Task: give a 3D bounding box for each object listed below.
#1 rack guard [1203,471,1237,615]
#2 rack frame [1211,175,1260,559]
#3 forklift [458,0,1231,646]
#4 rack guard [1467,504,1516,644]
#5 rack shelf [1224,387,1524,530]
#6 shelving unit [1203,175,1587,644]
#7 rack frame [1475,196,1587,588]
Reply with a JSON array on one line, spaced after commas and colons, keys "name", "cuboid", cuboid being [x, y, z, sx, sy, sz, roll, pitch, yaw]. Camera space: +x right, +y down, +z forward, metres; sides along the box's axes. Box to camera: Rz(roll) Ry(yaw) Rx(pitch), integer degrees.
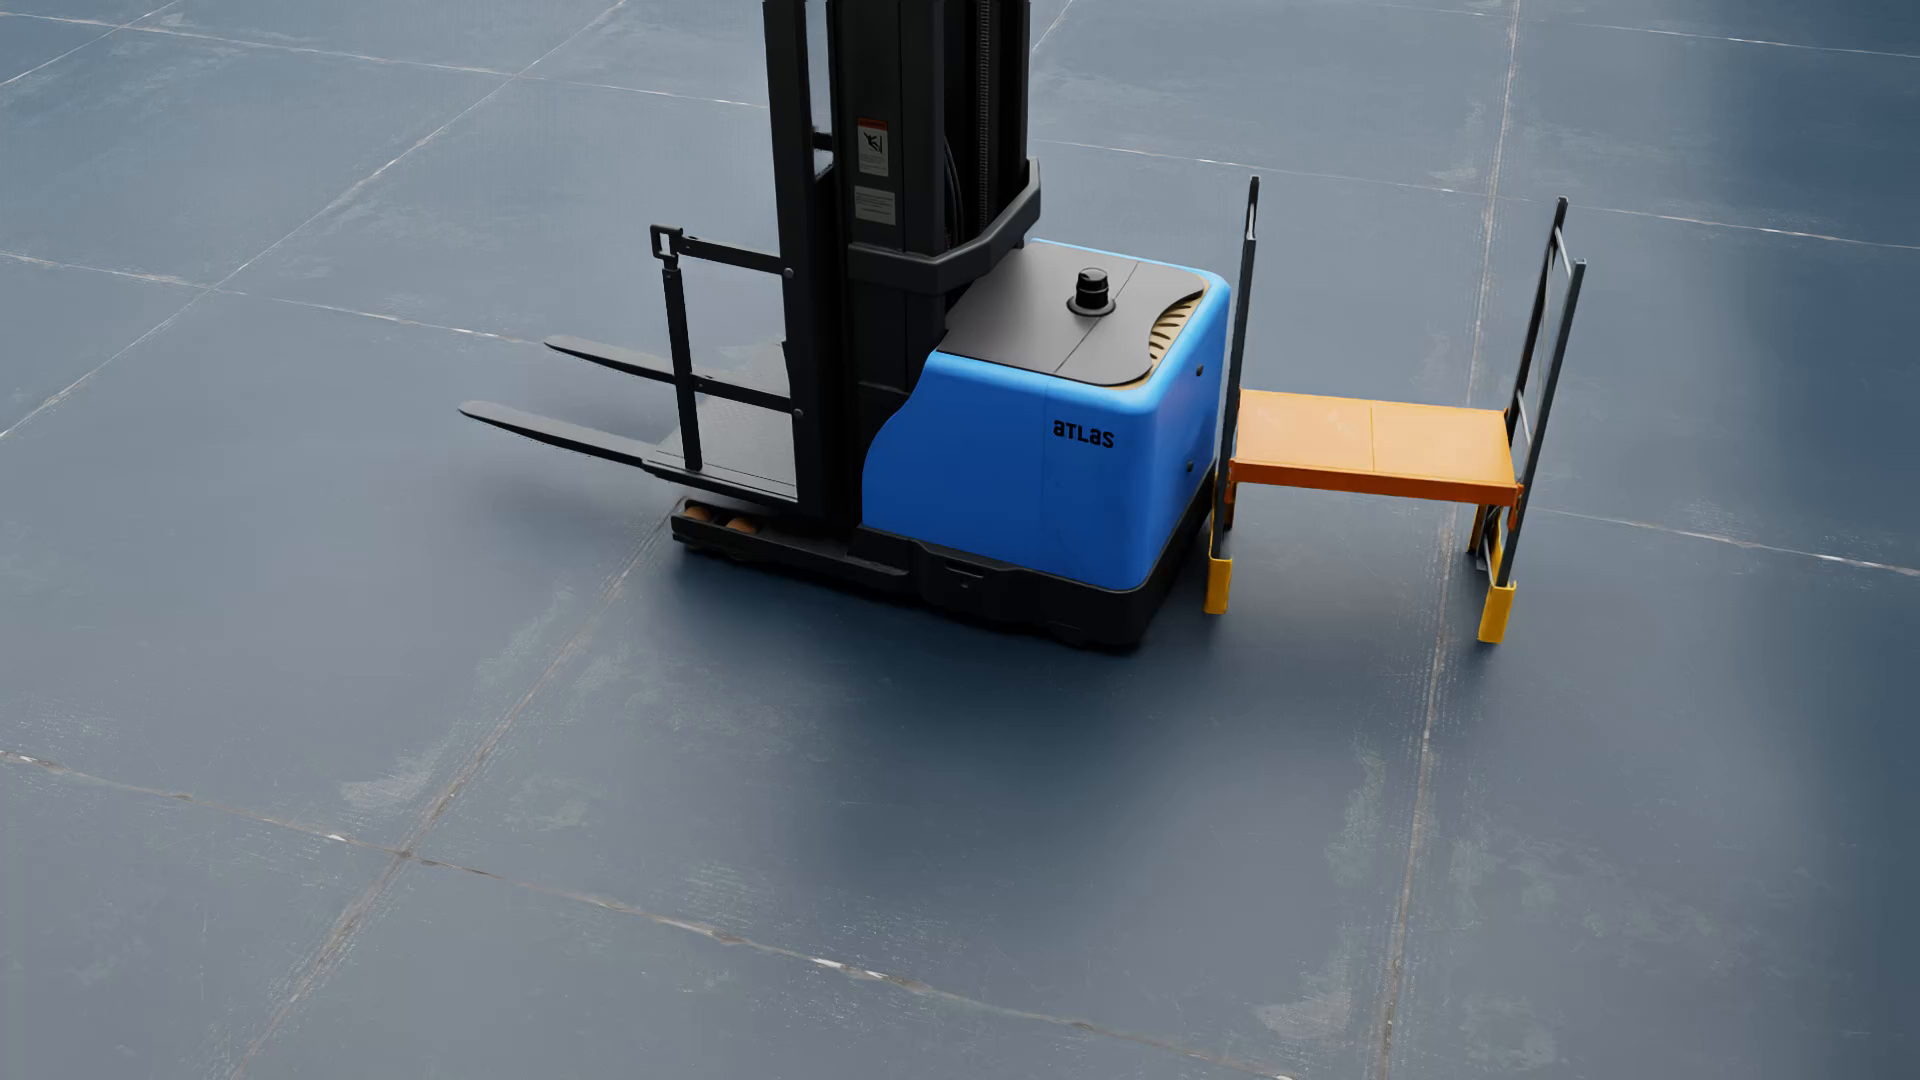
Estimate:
[{"name": "rack guard", "cuboid": [0.991, 0.004, 6.319, 0.087, 0.250, 0.587, 6, 37, 8]}, {"name": "rack frame", "cuboid": [0.972, -0.501, 5.951, 0.032, 1.500, 0.500, 6, 37, 8]}, {"name": "forklift", "cuboid": [-0.567, -1.369, 5.923, 3.031, 2.935, 1.130, 14, 39, 19]}, {"name": "rack guard", "cuboid": [1.974, 0.102, 6.185, 0.087, 0.250, 0.587, 6, 37, 8]}, {"name": "rack shelf", "cuboid": [1.474, -0.306, 5.990, 1.000, 0.185, 0.538, 6, 37, 8]}, {"name": "shelving unit", "cuboid": [1.483, -0.450, 5.882, 1.083, 1.500, 0.587, 6, 37, 8]}, {"name": "rack frame", "cuboid": [1.975, -0.401, 5.815, 0.032, 1.500, 0.500, 6, 37, 8]}]
